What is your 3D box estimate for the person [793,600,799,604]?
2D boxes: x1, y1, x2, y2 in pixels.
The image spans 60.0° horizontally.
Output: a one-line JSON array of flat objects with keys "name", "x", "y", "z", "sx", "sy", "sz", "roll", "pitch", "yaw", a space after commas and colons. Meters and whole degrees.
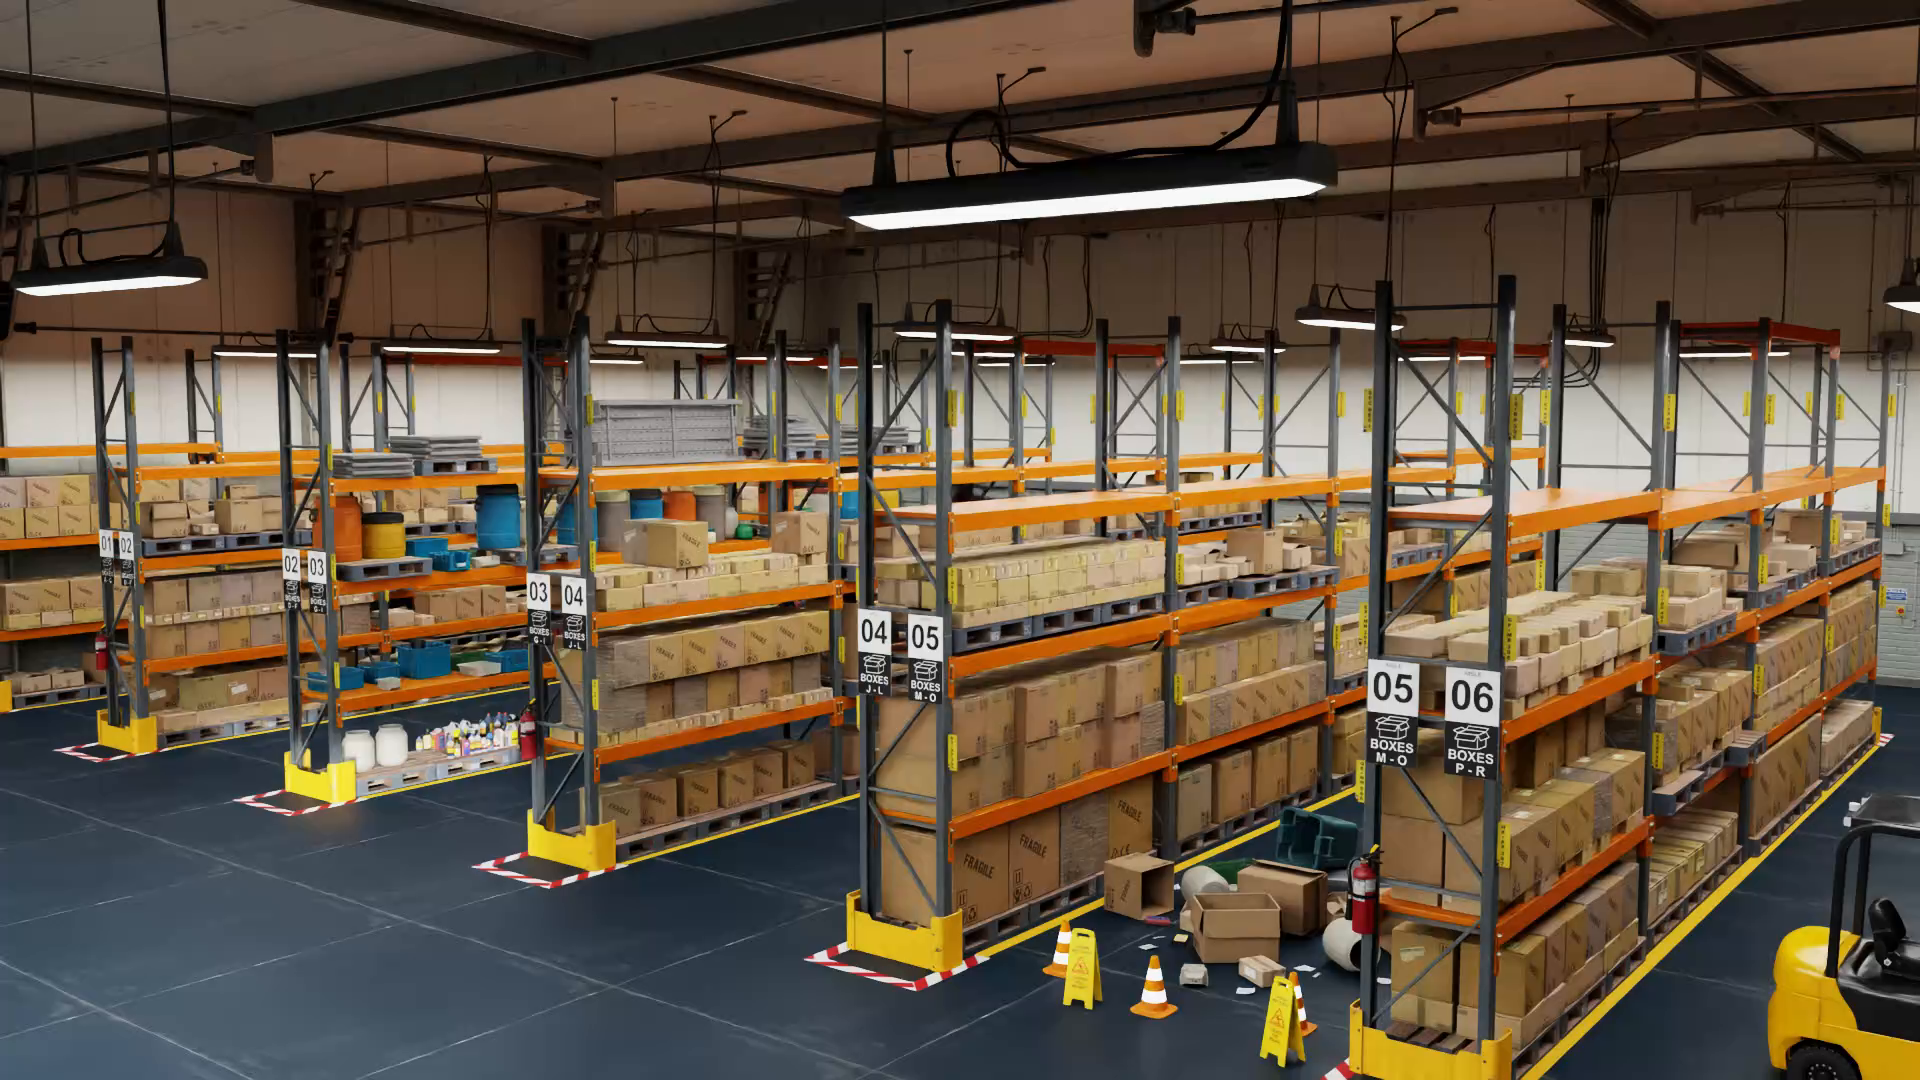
[{"name": "person", "x": -4.013, "y": 0.976, "z": 38.550, "sx": 0.945, "sy": 1.623, "sz": 0.520, "roll": 3, "pitch": 6, "yaw": 30}]
